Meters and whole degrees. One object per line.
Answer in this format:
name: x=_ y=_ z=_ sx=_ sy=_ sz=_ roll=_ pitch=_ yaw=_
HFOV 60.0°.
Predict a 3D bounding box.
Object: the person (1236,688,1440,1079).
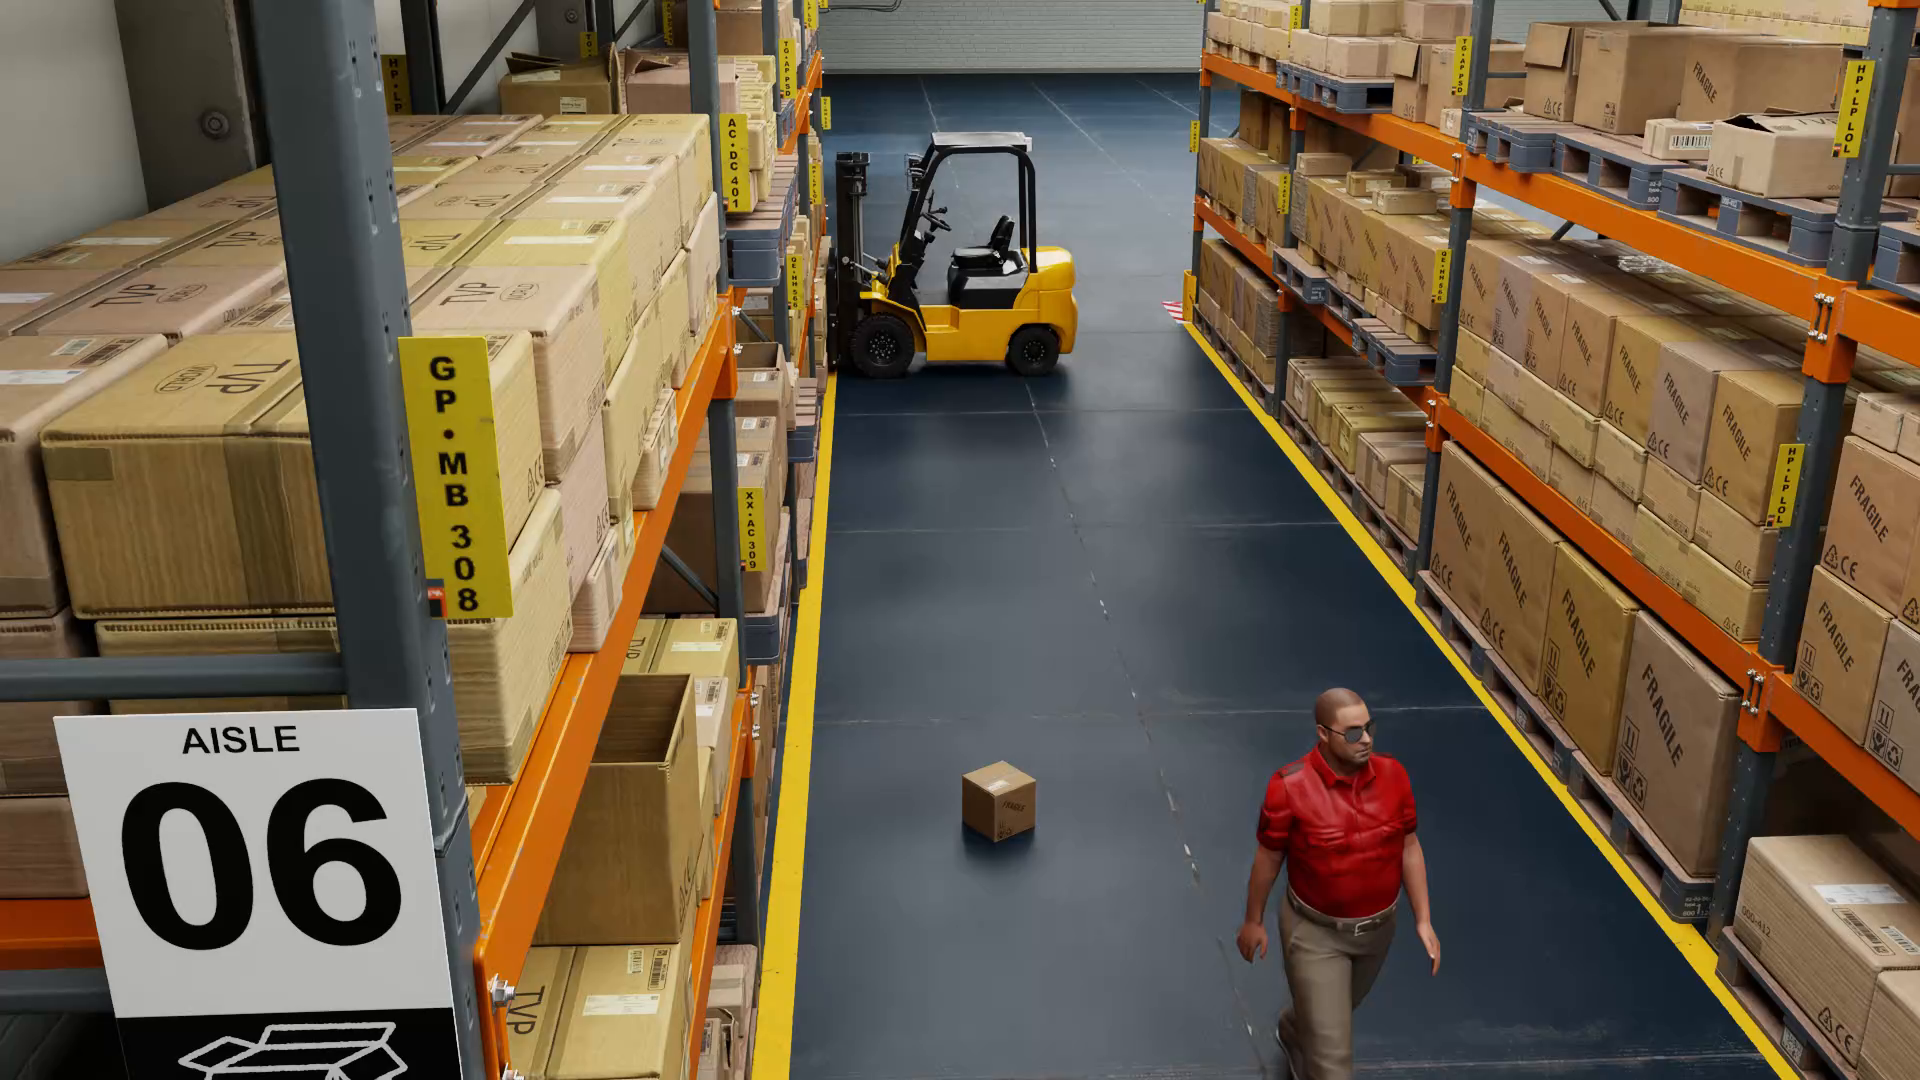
person: x=1.302 y=1.310 z=5.551 sx=0.574 sy=1.670 sz=1.004 roll=-7 pitch=21 yaw=-18
